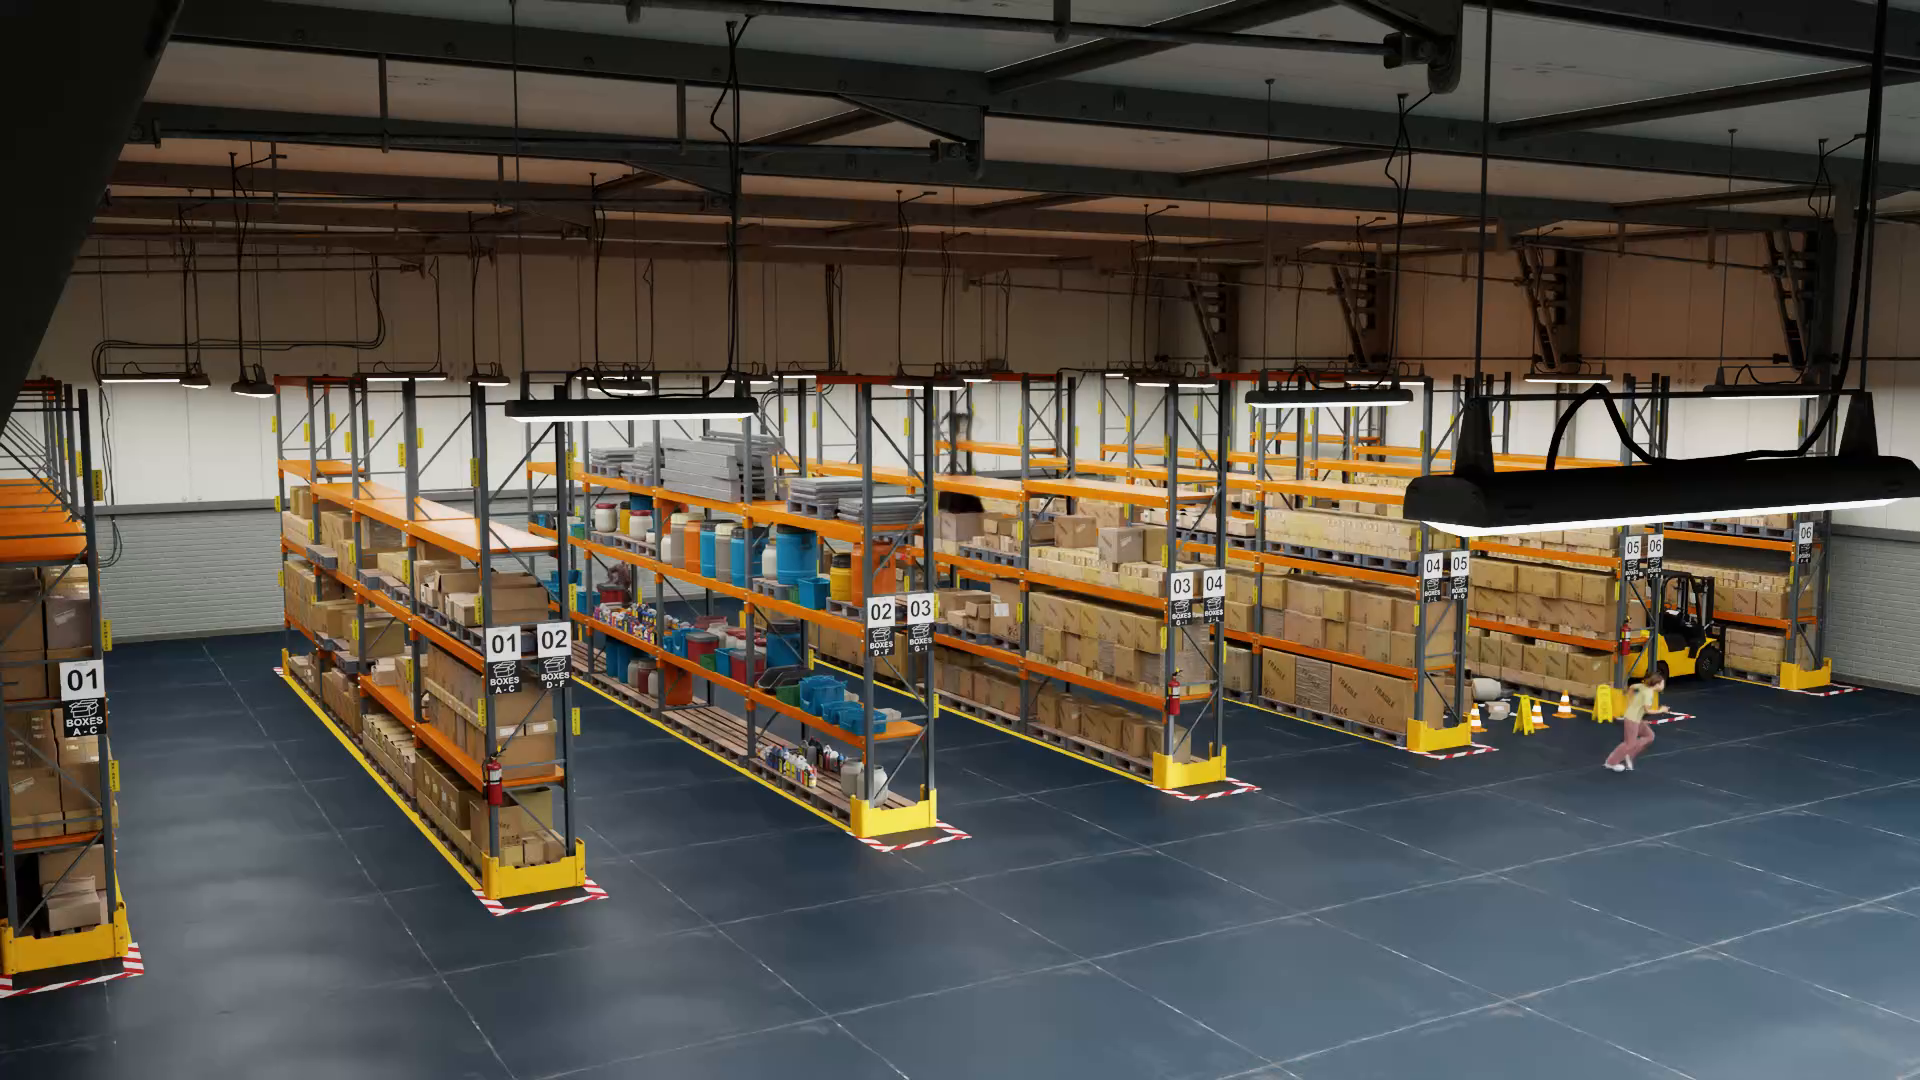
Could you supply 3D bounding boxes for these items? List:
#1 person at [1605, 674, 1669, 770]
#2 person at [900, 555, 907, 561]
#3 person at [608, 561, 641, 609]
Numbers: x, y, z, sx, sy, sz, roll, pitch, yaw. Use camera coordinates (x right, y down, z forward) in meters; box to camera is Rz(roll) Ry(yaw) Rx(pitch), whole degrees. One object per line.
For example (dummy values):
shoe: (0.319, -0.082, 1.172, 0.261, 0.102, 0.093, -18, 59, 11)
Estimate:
person: (10.380, 2.781, 25.497, 0.880, 1.510, 0.610, 2, 7, 16)
person: (-1.416, 1.172, 39.584, 0.655, 1.722, 0.842, -3, 7, -24)
person: (-7.821, 1.240, 38.536, 0.884, 1.783, 0.659, -2, 7, -19)
